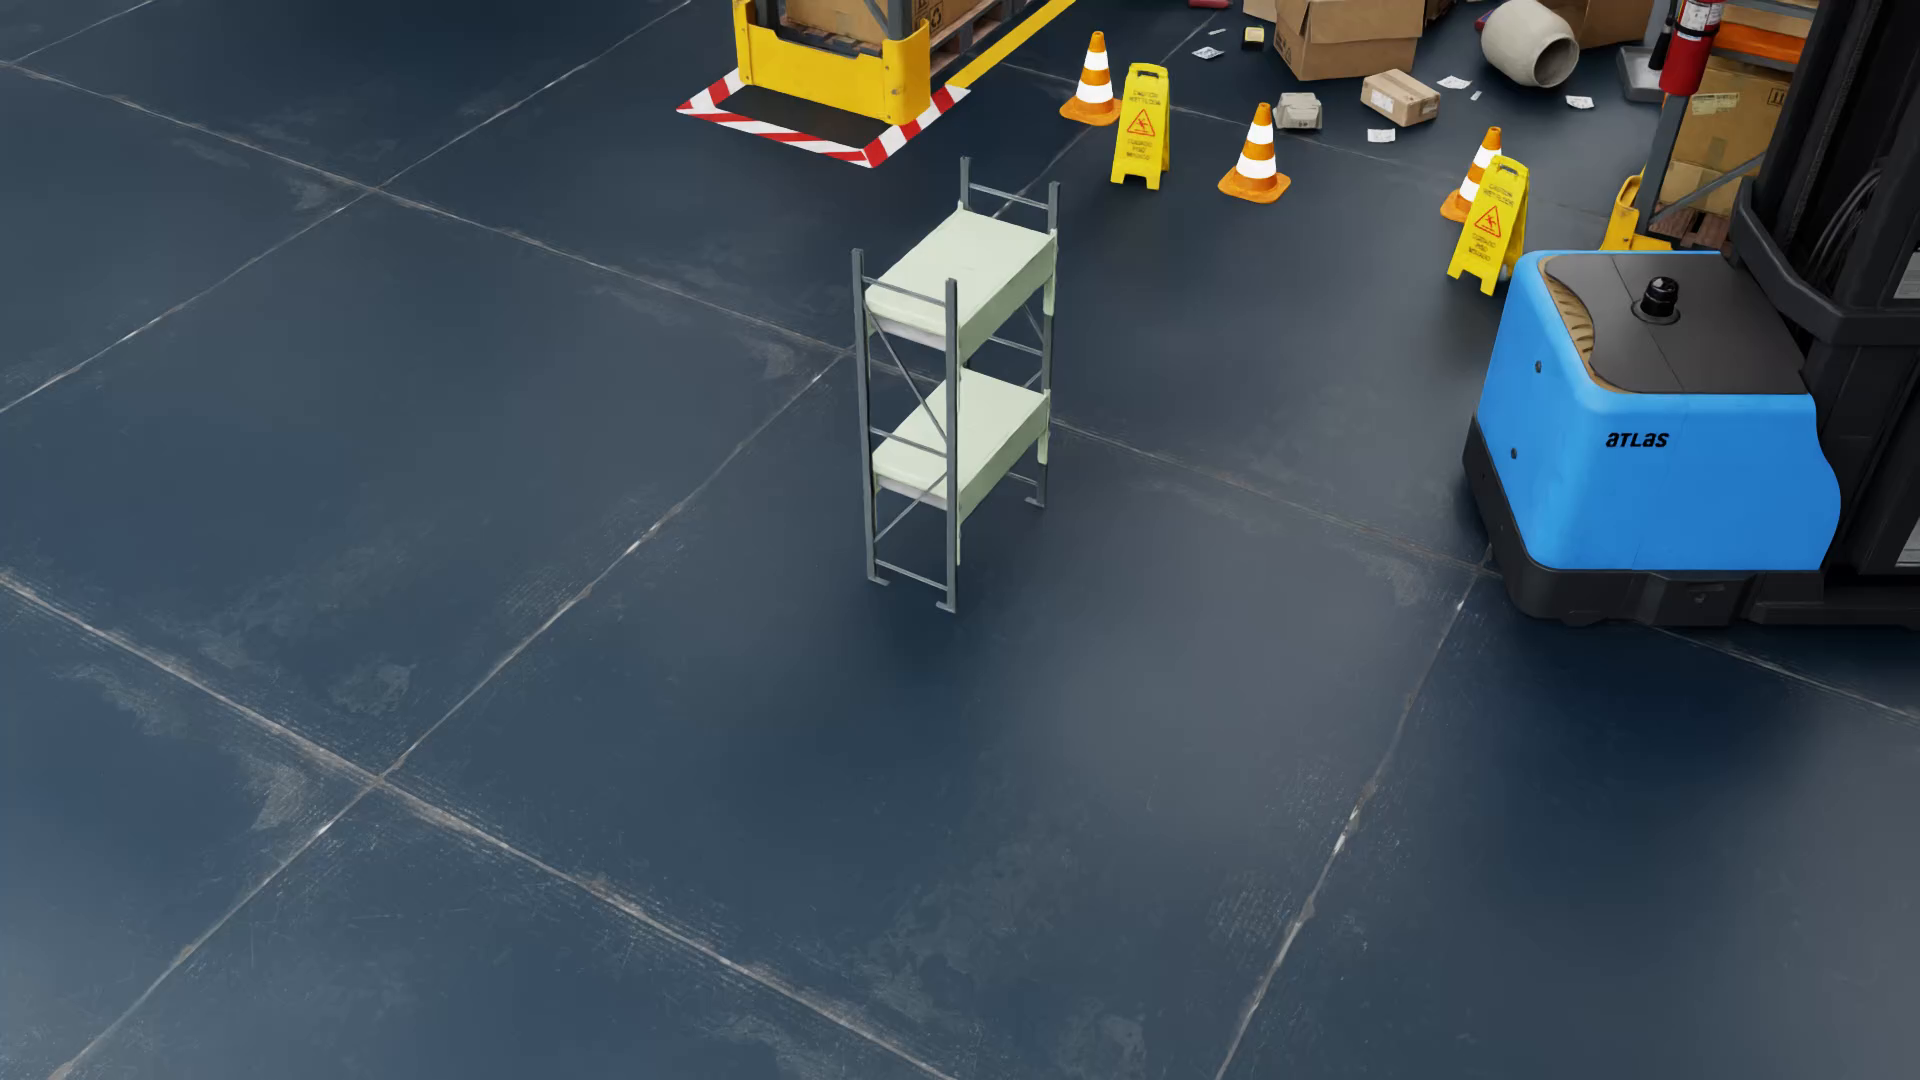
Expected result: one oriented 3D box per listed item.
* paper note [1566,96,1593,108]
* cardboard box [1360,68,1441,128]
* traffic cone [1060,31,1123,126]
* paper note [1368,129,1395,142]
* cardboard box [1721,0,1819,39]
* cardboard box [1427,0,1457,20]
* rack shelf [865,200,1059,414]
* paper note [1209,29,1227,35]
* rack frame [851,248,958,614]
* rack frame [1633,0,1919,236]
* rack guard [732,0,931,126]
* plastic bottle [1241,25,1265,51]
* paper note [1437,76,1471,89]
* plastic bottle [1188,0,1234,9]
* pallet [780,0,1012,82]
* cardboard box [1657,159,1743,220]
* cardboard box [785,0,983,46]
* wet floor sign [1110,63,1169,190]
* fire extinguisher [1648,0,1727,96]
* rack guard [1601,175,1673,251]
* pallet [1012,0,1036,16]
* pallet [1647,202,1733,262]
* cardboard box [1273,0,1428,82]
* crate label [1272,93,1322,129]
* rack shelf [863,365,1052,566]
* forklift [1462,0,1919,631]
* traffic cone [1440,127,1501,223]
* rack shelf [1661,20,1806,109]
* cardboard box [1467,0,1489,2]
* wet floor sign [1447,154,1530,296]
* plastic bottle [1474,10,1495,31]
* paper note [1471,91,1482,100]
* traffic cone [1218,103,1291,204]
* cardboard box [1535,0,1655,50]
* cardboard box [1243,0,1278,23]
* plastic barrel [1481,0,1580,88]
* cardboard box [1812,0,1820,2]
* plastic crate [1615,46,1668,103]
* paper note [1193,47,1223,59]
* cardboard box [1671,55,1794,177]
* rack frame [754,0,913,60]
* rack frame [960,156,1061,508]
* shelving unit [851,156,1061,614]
[{"bbox_3d":[3.583,-2.537,9.607,0.142,0.019,0.148,7,42,8],"label":"paper note"},{"bbox_3d":[2.517,-2.530,9.510,0.250,0.149,0.380,-21,45,-22],"label":"cardboard box"},{"bbox_3d":[0.769,-2.644,9.402,0.336,0.463,0.334,21,45,22],"label":"traffic cone"},{"bbox_3d":[2.360,-2.267,9.301,0.148,0.019,0.142,7,42,8],"label":"paper note"},{"bbox_3d":[3.612,-2.373,7.365,0.380,0.149,0.250,22,46,23],"label":"cardboard box"},{"bbox_3d":[2.758,-3.677,10.441,0.797,0.637,0.503,21,45,22],"label":"cardboard box"},{"bbox_3d":[-0.003,-0.852,5.992,0.431,0.370,0.720,21,45,22],"label":"rack shelf"},{"bbox_3d":[1.598,-3.157,10.328,0.123,0.001,0.032,-21,45,-22],"label":"paper note"},{"bbox_3d":[-0.186,-0.350,6.012,0.400,1.500,0.023,21,45,22],"label":"rack frame"},{"bbox_3d":[3.610,-2.182,6.958,1.000,3.000,0.127,21,45,22],"label":"rack frame"},{"bbox_3d":[-0.738,-2.810,9.562,1.175,0.500,0.348,21,45,22],"label":"rack guard"},{"bbox_3d":[1.803,-3.093,10.216,0.133,0.061,0.283,7,42,8],"label":"plastic bottle"},{"bbox_3d":[2.914,-2.699,9.801,0.142,0.019,0.148,-29,49,-29],"label":"paper note"},{"bbox_3d":[1.606,-3.447,10.618,0.283,0.061,0.133,7,42,8],"label":"plastic bottle"},{"bbox_3d":[-0.394,-3.198,10.222,1.003,0.211,1.213,21,45,22],"label":"pallet"},{"bbox_3d":[3.793,-1.873,8.370,0.500,0.250,0.500,21,45,22],"label":"cardboard box"},{"bbox_3d":[-0.444,-3.532,9.781,0.875,0.875,0.875,21,46,22],"label":"cardboard box"},{"bbox_3d":[0.973,-2.207,8.767,0.267,0.644,0.232,14,43,15],"label":"wet floor sign"},{"bbox_3d":[3.154,-2.240,7.083,0.296,0.674,0.183,21,45,22],"label":"fire extinguisher"},{"bbox_3d":[3.648,-1.288,7.834,1.175,0.500,0.348,21,45,22],"label":"rack guard"},{"bbox_3d":[0.217,-3.894,11.012,1.003,0.211,1.213,21,45,22],"label":"pallet"},{"bbox_3d":[4.085,-1.632,8.444,1.003,0.211,1.213,21,45,22],"label":"pallet"},{"bbox_3d":[2.297,-3.088,9.876,0.797,0.503,0.637,-7,42,-7],"label":"cardboard box"},{"bbox_3d":[1.917,-2.424,9.398,0.250,0.136,0.298,0,41,0],"label":"crate label"},{"bbox_3d":[-0.003,-0.314,6.465,0.431,0.370,0.720,21,45,22],"label":"rack shelf"},{"bbox_3d":[3.630,-1.091,5.771,3.031,2.935,1.130,0,41,0],"label":"forklift"},{"bbox_3d":[2.708,-1.903,8.561,0.336,0.463,0.334,21,45,22],"label":"traffic cone"},{"bbox_3d":[4.611,-3.057,8.496,1.077,0.370,4.000,21,45,22],"label":"rack shelf"},{"bbox_3d":[3.346,-3.689,10.738,0.258,0.266,0.396,-7,42,-7],"label":"cardboard box"},{"bbox_3d":[2.588,-1.544,8.015,0.232,0.644,0.267,-29,49,-29],"label":"wet floor sign"},{"bbox_3d":[3.342,-3.250,10.394,0.133,0.061,0.283,29,49,29],"label":"plastic bottle"},{"bbox_3d":[3.006,-2.589,9.682,0.032,0.001,0.123,21,45,22],"label":"paper note"},{"bbox_3d":[1.577,-2.075,8.757,0.336,0.463,0.334,21,45,22],"label":"traffic cone"},{"bbox_3d":[3.897,-3.371,10.198,0.500,0.500,0.500,-14,43,-15],"label":"cardboard box"},{"bbox_3d":[2.010,-3.432,10.446,0.396,0.266,0.258,29,49,29],"label":"cardboard box"},{"bbox_3d":[3.333,-2.898,9.721,0.421,0.421,0.512,-14,43,-15],"label":"plastic barrel"},{"bbox_3d":[3.643,-2.733,7.283,0.500,0.500,0.500,20,45,21],"label":"cardboard box"},{"bbox_3d":[4.116,-2.748,9.810,0.402,0.080,0.583,7,42,8],"label":"plastic crate"},{"bbox_3d":[1.507,-2.959,10.088,0.142,0.017,0.144,-29,49,-29],"label":"paper note"},{"bbox_3d":[3.785,-2.134,8.099,0.500,0.500,0.500,21,46,22],"label":"cardboard box"},{"bbox_3d":[-0.726,-3.762,8.752,1.000,3.000,0.127,21,45,22],"label":"rack frame"},{"bbox_3d":[0.180,-0.768,6.488,0.400,1.500,0.023,21,45,22],"label":"rack frame"},{"bbox_3d":[-0.003,-0.559,6.250,0.431,1.500,0.755,21,45,22],"label":"shelving unit"}]
